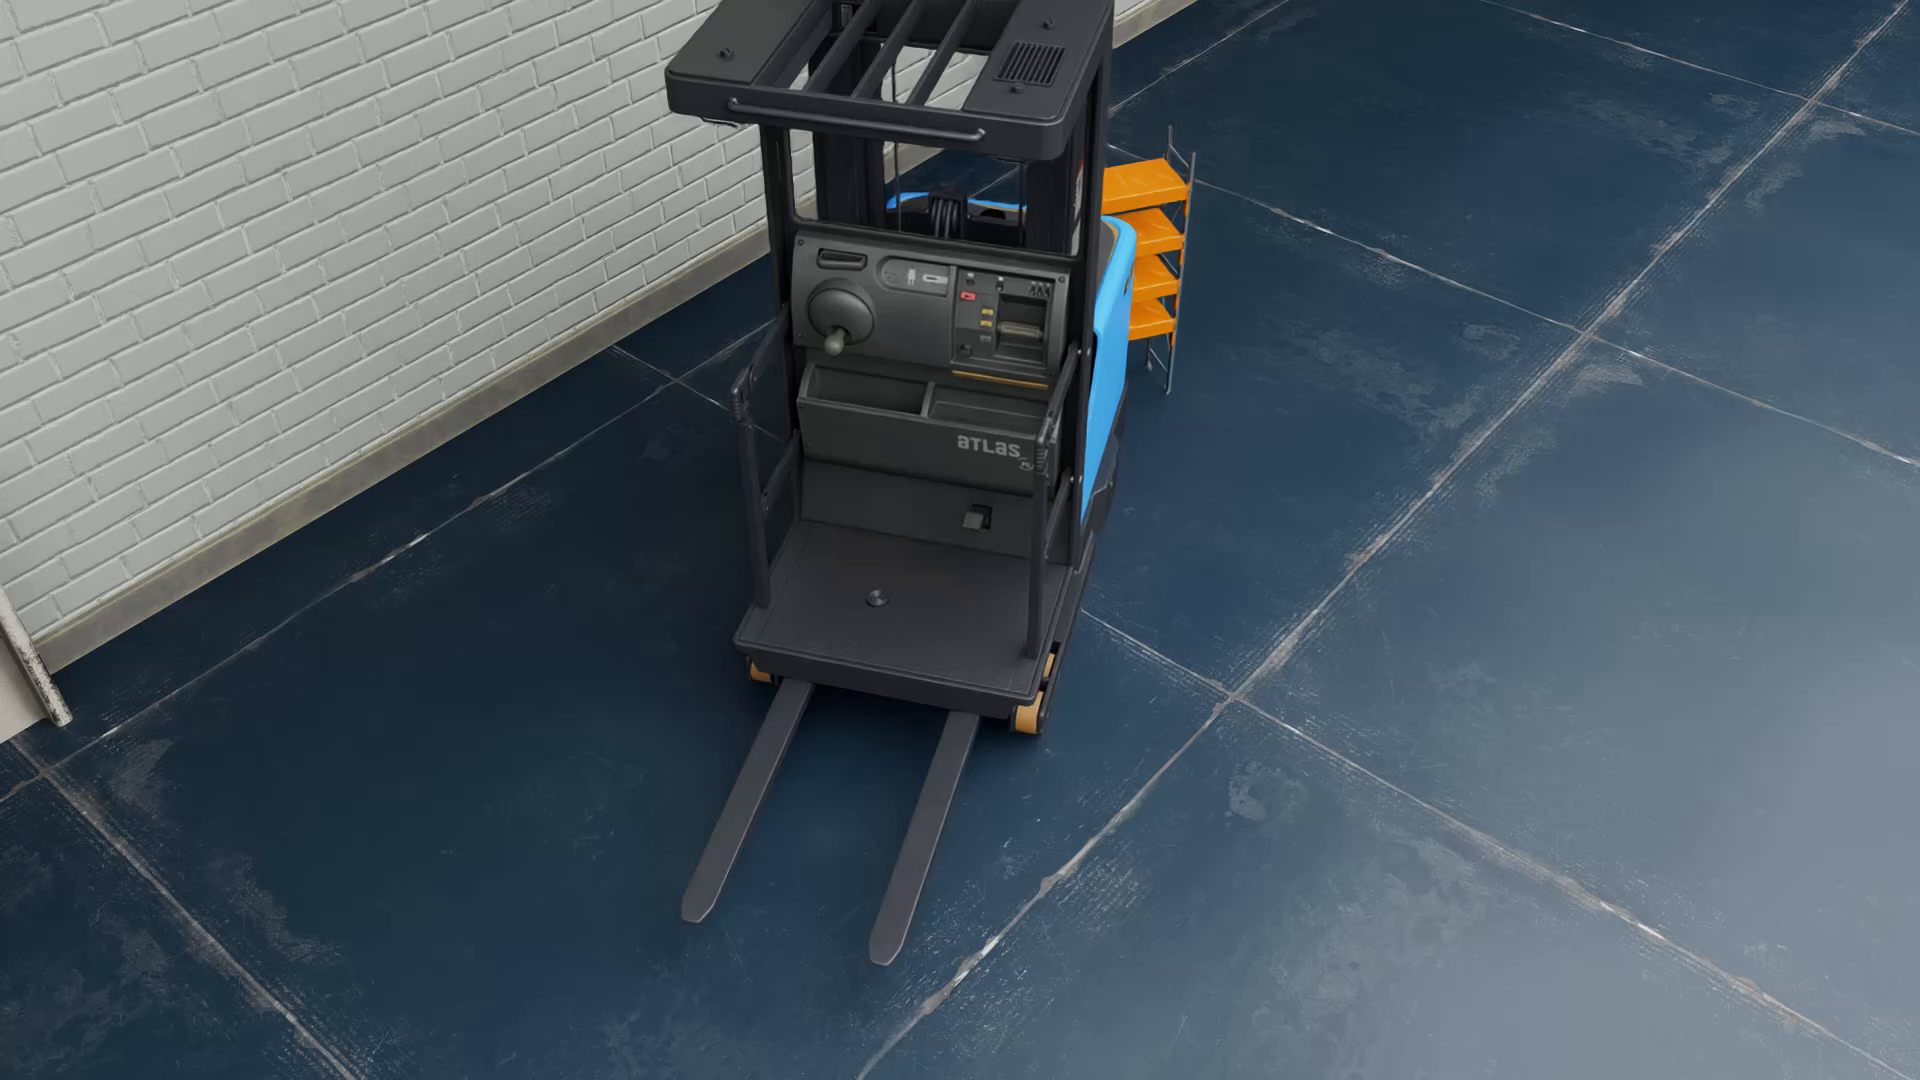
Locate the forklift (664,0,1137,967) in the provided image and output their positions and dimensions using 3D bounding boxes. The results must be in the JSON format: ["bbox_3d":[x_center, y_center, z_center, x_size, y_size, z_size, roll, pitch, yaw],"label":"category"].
[{"bbox_3d":[-0.158,-0.678,5.317,1.130,2.935,3.031,10,43,11],"label":"forklift"}]

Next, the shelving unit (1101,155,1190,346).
[{"bbox_3d":[0.664,-1.127,7.098,0.492,1.200,0.258,-13,44,-14],"label":"shelving unit"}]

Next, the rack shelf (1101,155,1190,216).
[{"bbox_3d":[0.670,-1.419,6.835,0.480,0.148,0.258,-13,44,-14],"label":"rack shelf"}]

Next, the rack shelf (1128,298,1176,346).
[{"bbox_3d":[0.670,-0.932,7.278,0.480,0.148,0.258,-13,44,-14],"label":"rack shelf"}]

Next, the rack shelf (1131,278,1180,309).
[{"bbox_3d":[0.670,-1.079,7.145,0.480,0.148,0.258,-13,44,-14],"label":"rack shelf"}]

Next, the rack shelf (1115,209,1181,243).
[{"bbox_3d":[0.670,-1.284,6.958,0.457,0.021,0.221,-13,44,-14],"label":"rack shelf"}]
